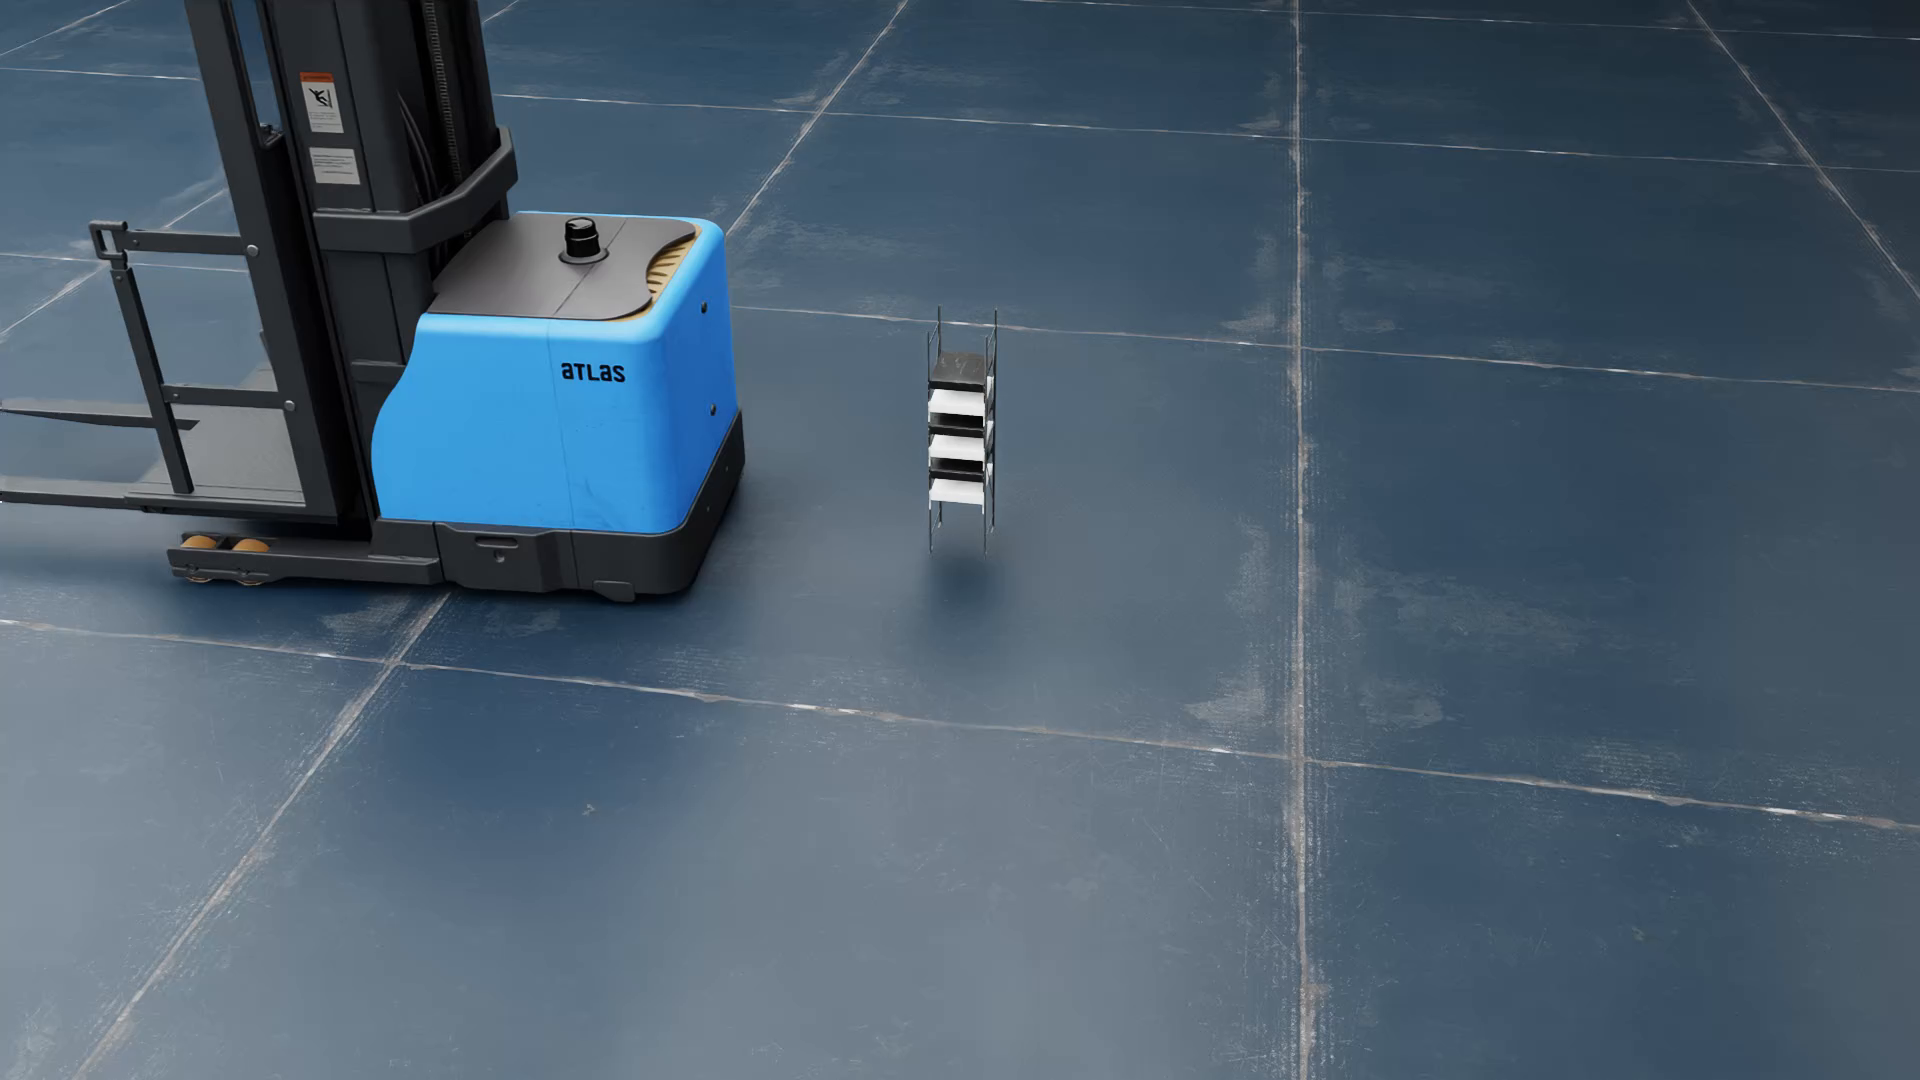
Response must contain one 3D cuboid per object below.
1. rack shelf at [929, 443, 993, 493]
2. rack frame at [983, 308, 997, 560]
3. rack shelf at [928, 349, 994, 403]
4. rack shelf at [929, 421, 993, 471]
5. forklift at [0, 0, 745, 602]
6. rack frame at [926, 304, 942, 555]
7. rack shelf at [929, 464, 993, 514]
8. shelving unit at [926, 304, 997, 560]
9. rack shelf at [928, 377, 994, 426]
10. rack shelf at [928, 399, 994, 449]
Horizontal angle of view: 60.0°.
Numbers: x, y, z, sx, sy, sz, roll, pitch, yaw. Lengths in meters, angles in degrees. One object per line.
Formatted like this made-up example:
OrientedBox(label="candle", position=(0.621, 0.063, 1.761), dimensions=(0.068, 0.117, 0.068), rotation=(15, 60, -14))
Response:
OrientedBox(label="rack shelf", position=(0.008, -0.276, 6.076), dimensions=(0.200, 0.077, 0.258), rotation=(5, 32, 8))
OrientedBox(label="rack frame", position=(0.108, -0.372, 5.996), dimensions=(0.006, 0.900, 0.240), rotation=(5, 32, 8))
OrientedBox(label="rack shelf", position=(0.008, -0.581, 5.884), dimensions=(0.200, 0.077, 0.258), rotation=(5, 32, 8))
OrientedBox(label="rack shelf", position=(0.008, -0.352, 6.028), dimensions=(0.200, 0.077, 0.258), rotation=(5, 32, 8))
OrientedBox(label="forklift", position=(-2.405, -1.351, 5.646), dimensions=(3.031, 2.935, 1.130), rotation=(3, 32, 5))
OrientedBox(label="rack frame", position=(-0.092, -0.390, 6.025), dimensions=(0.006, 0.900, 0.240), rotation=(5, 32, 8))
OrientedBox(label="rack shelf", position=(0.008, -0.200, 6.123), dimensions=(0.200, 0.077, 0.258), rotation=(5, 32, 8))
OrientedBox(label="shelving unit", position=(0.008, -0.381, 6.010), dimensions=(0.210, 0.900, 0.258), rotation=(5, 32, 8))
OrientedBox(label="rack shelf", position=(0.008, -0.505, 5.932), dimensions=(0.200, 0.077, 0.258), rotation=(5, 32, 8))
OrientedBox(label="rack shelf", position=(0.008, -0.429, 5.980), dimensions=(0.200, 0.077, 0.258), rotation=(5, 32, 8))
